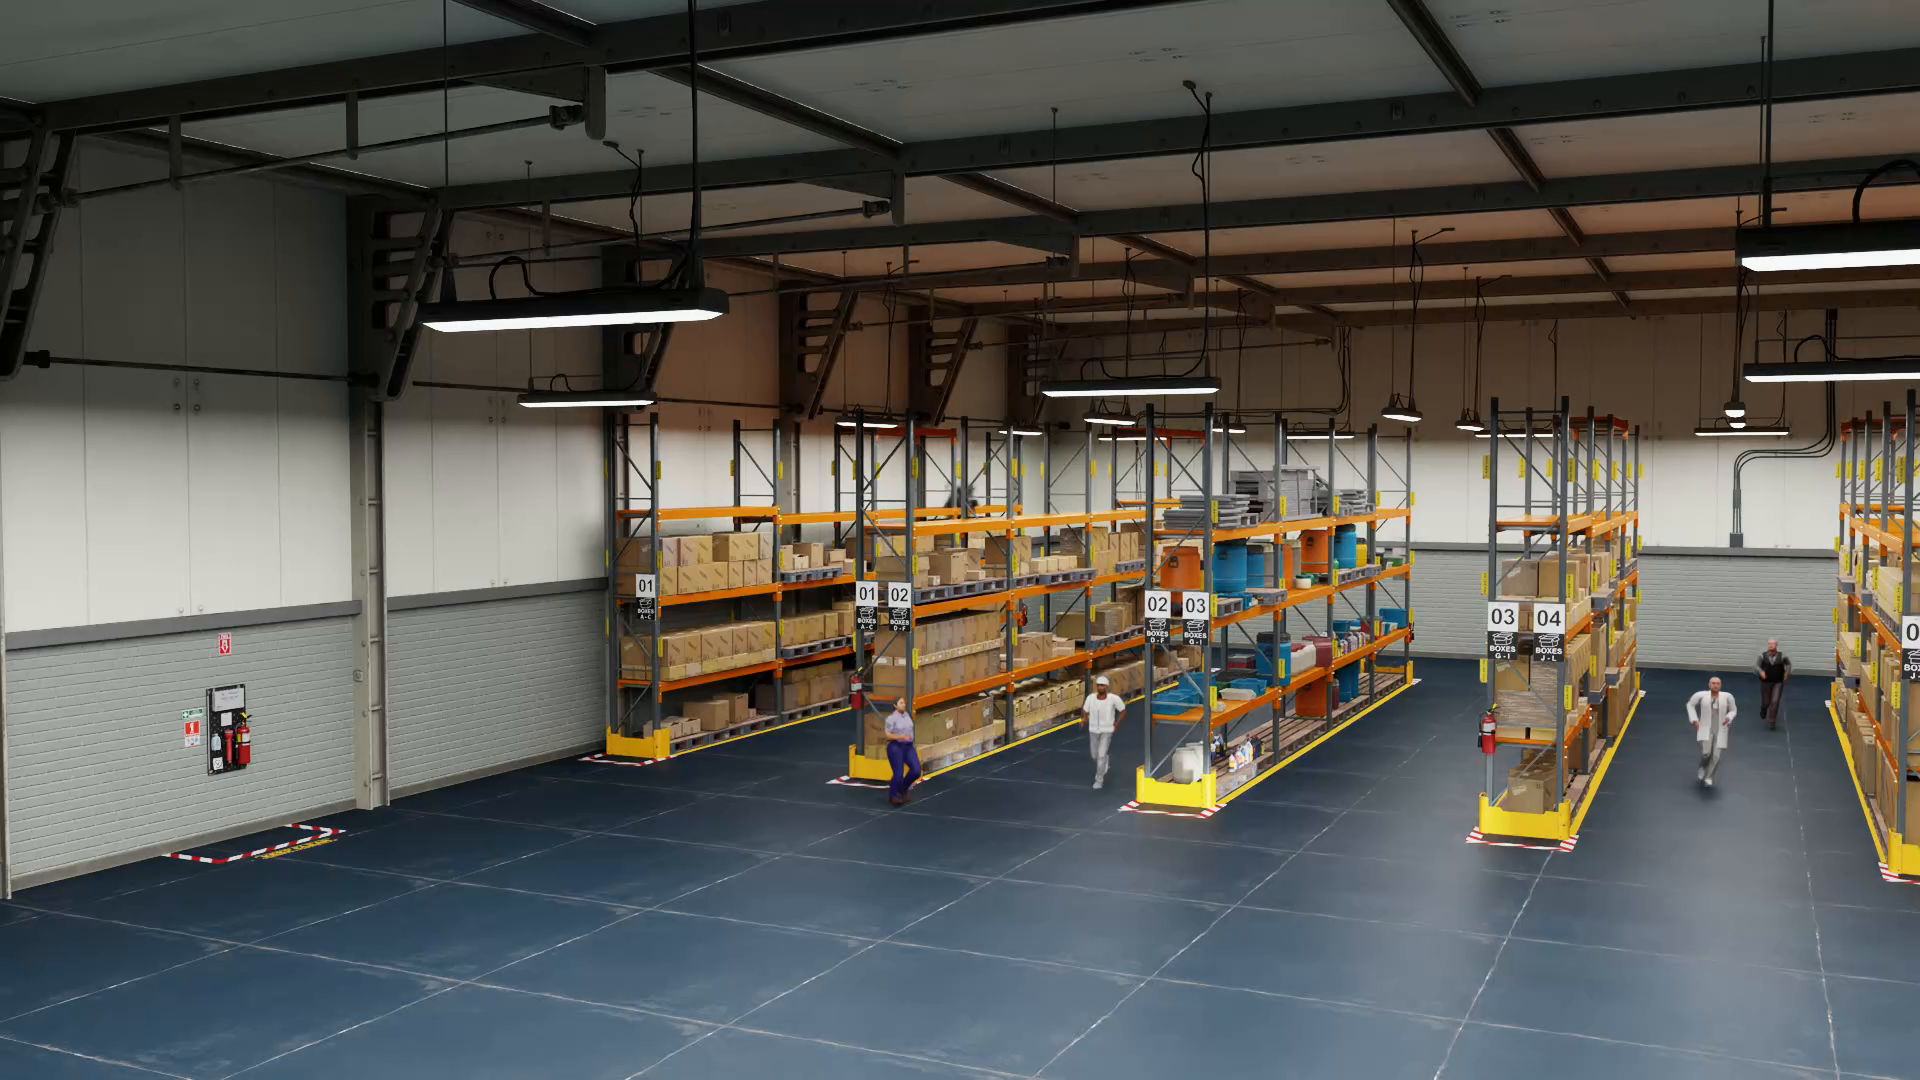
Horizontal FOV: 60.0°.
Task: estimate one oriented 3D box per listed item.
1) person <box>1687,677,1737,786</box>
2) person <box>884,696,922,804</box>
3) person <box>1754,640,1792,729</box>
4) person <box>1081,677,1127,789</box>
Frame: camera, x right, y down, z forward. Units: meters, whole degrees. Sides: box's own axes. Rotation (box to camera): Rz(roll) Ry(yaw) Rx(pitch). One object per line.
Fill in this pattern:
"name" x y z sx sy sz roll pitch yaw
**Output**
"person" 11.893 3.052 26.268 0.714 1.687 0.626 1 2 15
"person" -0.836 3.144 24.817 0.590 1.615 0.584 -2 3 -42
"person" 15.869 2.798 32.465 0.670 1.721 0.786 1 3 27
"person" 2.281 3.040 26.414 0.703 1.757 0.781 1 3 24
